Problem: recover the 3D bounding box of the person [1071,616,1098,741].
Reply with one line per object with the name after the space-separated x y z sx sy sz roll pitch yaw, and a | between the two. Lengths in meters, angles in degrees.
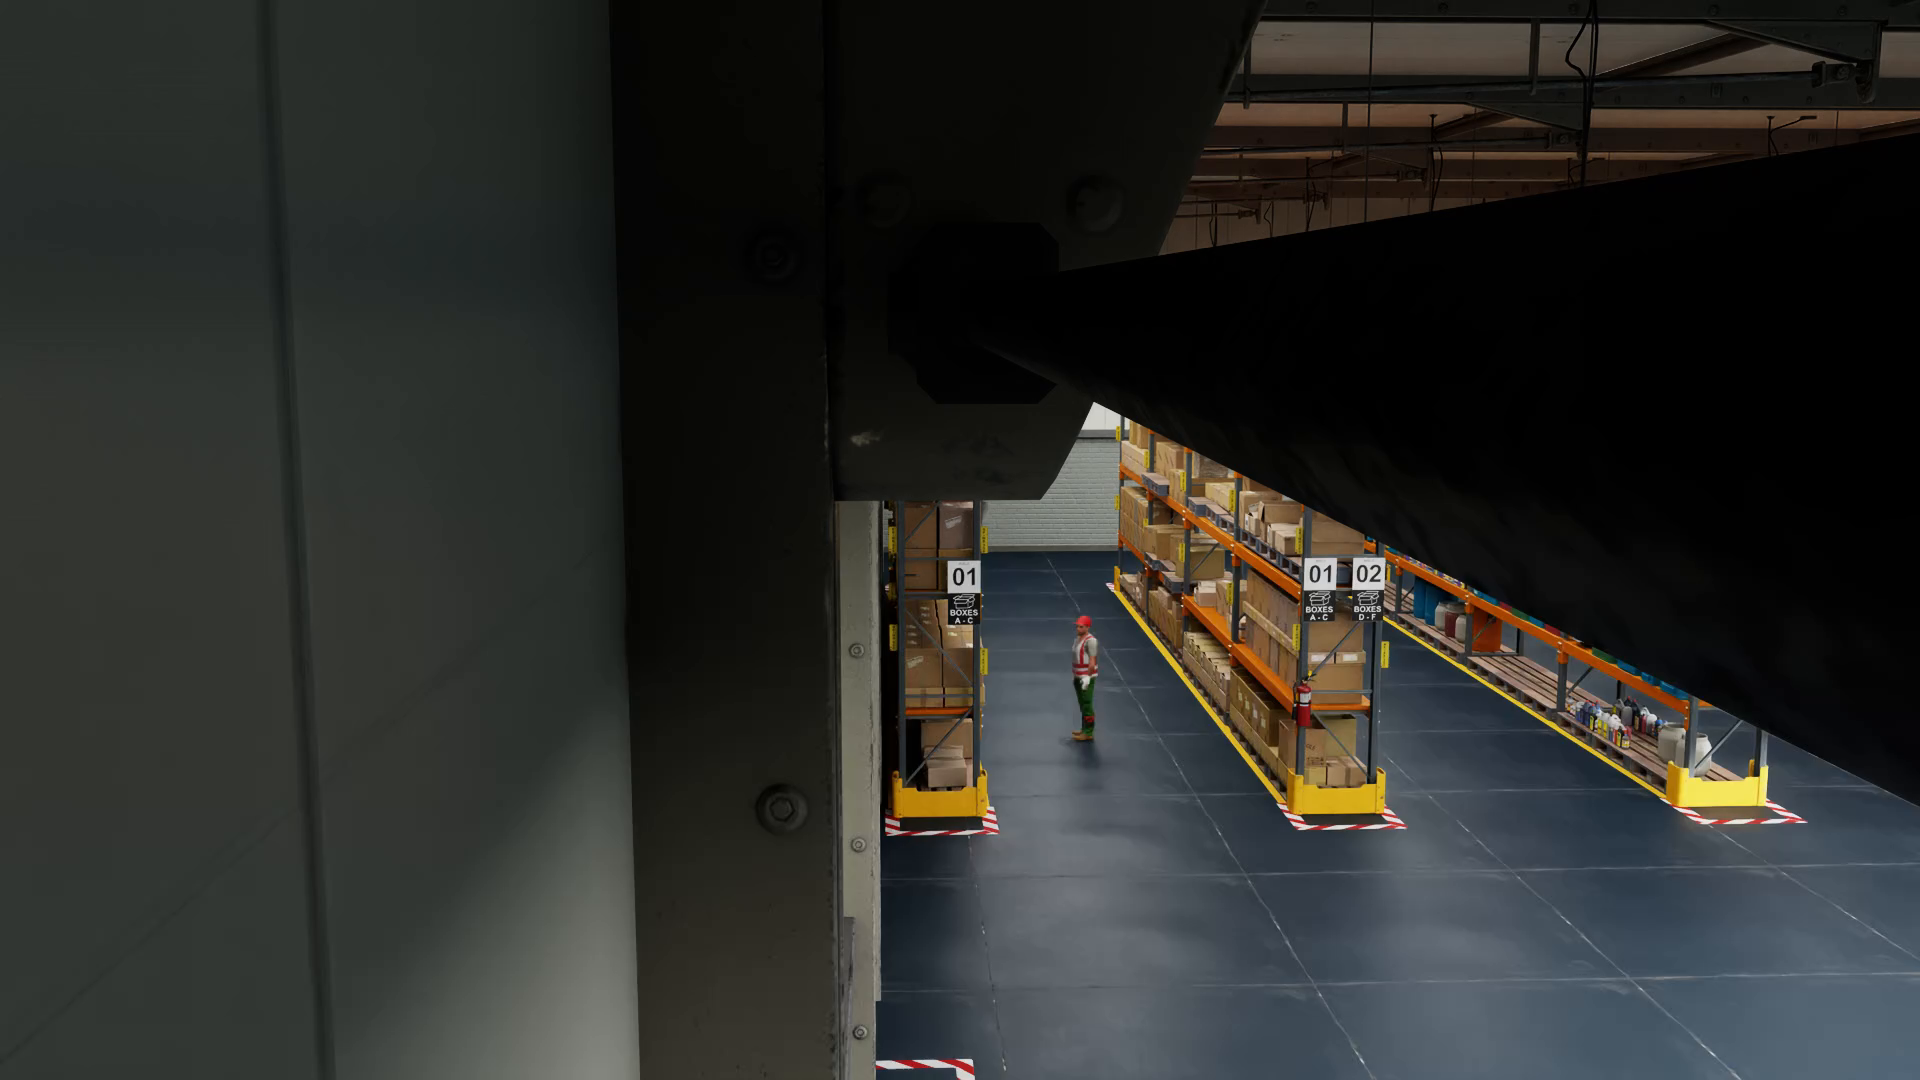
1.771 1.986 24.013 0.367 1.791 0.575 -3 9 -19 | person
